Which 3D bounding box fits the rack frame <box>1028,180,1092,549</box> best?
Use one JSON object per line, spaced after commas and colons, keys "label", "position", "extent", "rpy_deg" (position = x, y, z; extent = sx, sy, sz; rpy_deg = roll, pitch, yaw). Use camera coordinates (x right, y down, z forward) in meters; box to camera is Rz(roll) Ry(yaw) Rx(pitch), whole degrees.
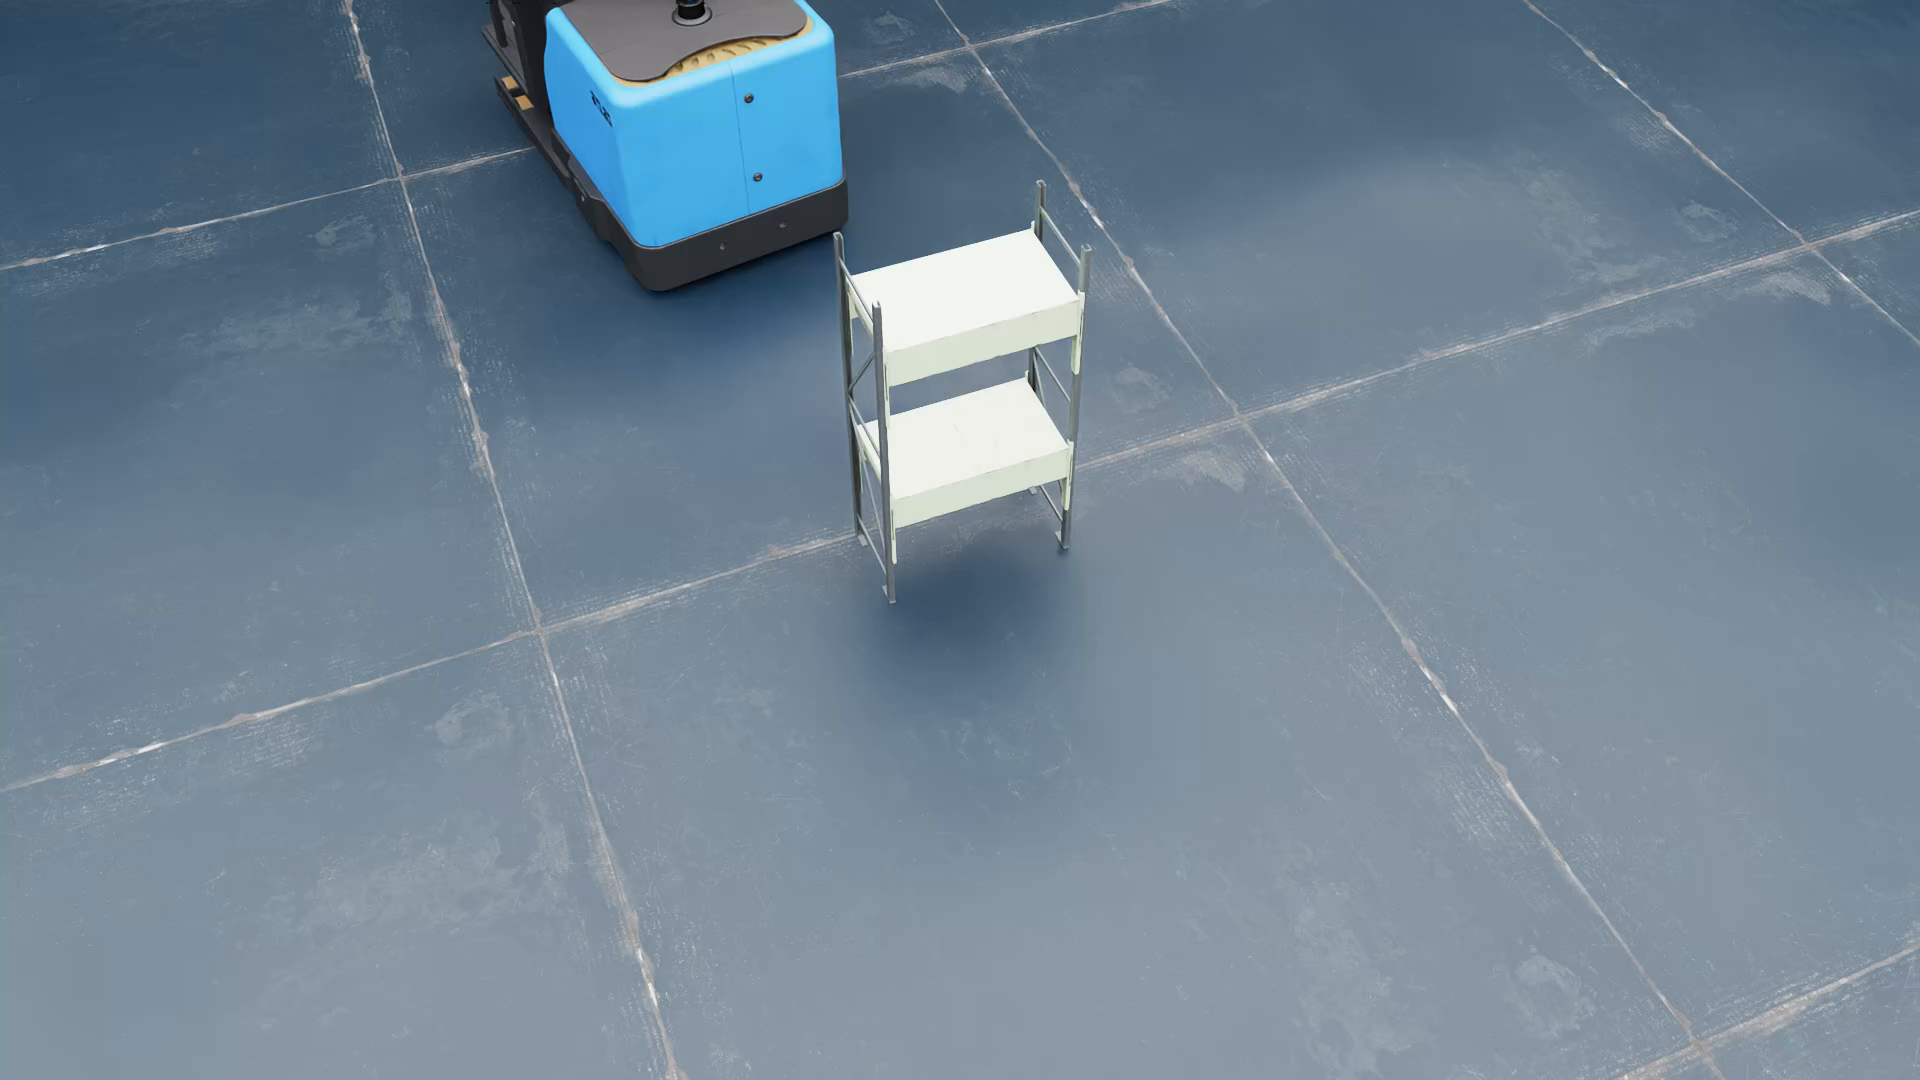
{"label": "rack frame", "position": [0.345, -0.596, 6.114], "extent": [0.023, 1.500, 0.400], "rpy_deg": [-17, 52, -14]}

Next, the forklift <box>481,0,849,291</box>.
{"label": "forklift", "position": [-1.698, -3.187, 7.396], "extent": [1.130, 2.935, 3.031], "rpy_deg": [-24, 53, -19]}

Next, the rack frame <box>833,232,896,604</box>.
{"label": "rack frame", "position": [-0.333, -0.386, 5.933], "extent": [0.023, 1.500, 0.400], "rpy_deg": [-17, 52, -14]}

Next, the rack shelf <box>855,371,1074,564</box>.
{"label": "rack shelf", "position": [0.006, -0.278, 6.271], "extent": [0.720, 0.370, 0.431], "rpy_deg": [-17, 52, -14]}

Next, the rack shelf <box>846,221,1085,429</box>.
{"label": "rack shelf", "position": [0.006, -0.745, 5.727], "extent": [0.720, 0.370, 0.431], "rpy_deg": [-17, 52, -14]}

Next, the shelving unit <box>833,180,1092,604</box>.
{"label": "shelving unit", "position": [0.006, -0.491, 6.023], "extent": [0.755, 1.500, 0.431], "rpy_deg": [-17, 52, -14]}
